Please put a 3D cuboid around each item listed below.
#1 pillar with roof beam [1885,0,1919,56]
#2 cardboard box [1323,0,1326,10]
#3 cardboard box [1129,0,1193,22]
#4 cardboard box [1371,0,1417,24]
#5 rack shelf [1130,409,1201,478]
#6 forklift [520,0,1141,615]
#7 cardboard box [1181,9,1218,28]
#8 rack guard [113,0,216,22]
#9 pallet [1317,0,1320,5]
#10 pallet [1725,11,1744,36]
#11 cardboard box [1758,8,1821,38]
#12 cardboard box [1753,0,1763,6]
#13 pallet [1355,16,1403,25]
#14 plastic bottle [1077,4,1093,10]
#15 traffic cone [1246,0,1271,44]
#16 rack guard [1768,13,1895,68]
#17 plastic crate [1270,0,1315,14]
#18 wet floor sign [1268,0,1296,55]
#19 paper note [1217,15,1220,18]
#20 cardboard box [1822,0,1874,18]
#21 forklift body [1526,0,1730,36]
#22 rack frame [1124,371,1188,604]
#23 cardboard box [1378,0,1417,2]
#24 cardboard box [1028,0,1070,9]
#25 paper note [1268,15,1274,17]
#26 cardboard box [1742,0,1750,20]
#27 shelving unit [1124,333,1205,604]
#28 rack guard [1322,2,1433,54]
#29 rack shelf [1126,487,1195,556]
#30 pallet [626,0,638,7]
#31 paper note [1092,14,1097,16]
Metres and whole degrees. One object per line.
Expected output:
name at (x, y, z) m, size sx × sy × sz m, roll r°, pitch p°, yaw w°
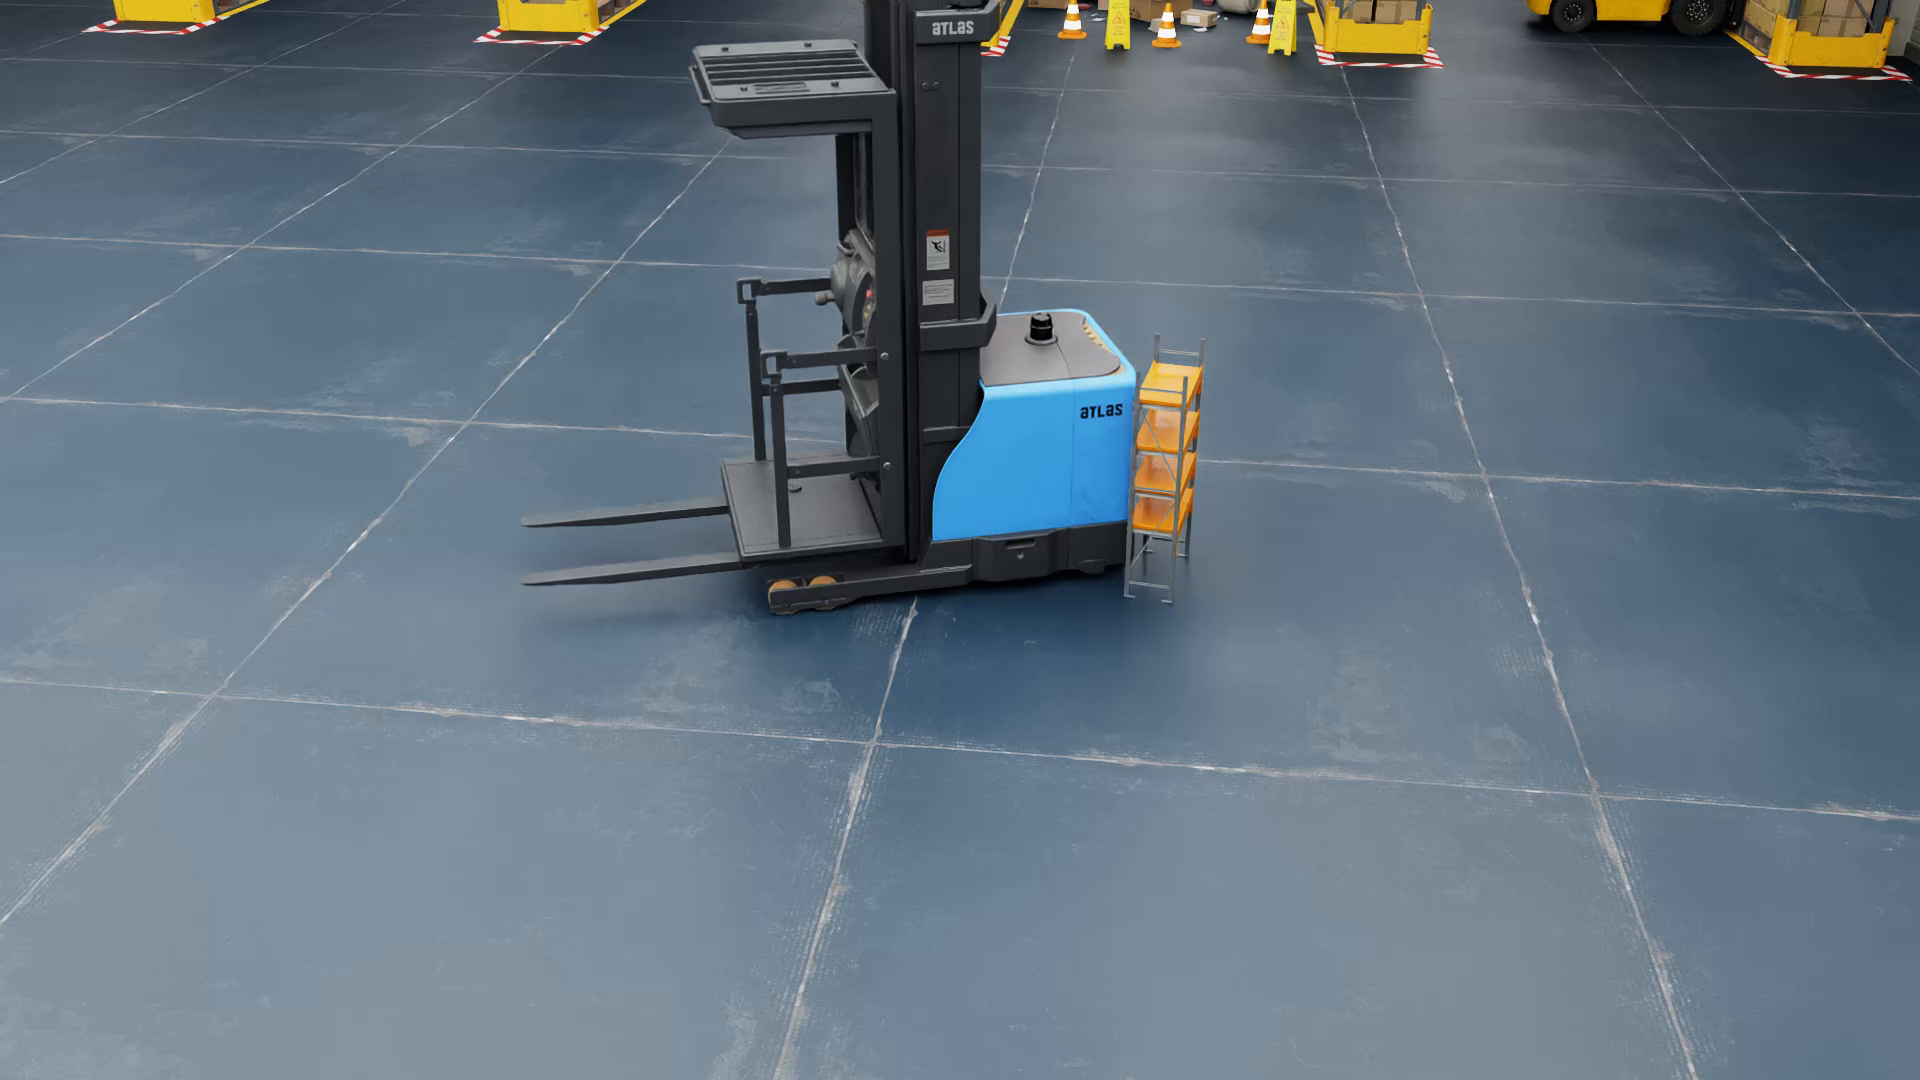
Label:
pillar with roof beam at (6.438, -9.859, 17.563) m, size 9.100 × 9.000 × 0.400 m, roll 3°, pitch 28°, yaw 6°
cardboard box at (4.707, -6.593, 20.282) m, size 0.500 × 0.250 × 0.500 m, roll 3°, pitch 29°, yaw 6°
cardboard box at (2.506, -6.854, 20.942) m, size 0.797 × 0.503 × 0.637 m, roll -17°, pitch 33°, yaw -29°
cardboard box at (5.177, -6.317, 19.770) m, size 0.500 × 0.250 × 0.500 m, roll 3°, pitch 28°, yaw 6°
rack shelf at (0.997, -0.483, 8.053) m, size 0.258 × 0.148 × 0.480 m, roll 8°, pitch 29°, yaw 14°
forklift at (-0.687, -1.200, 7.887) m, size 3.031 × 2.935 × 1.130 m, roll -6°, pitch 29°, yaw -11°
cardboard box at (2.959, -6.458, 20.581) m, size 0.380 × 0.149 × 0.250 m, roll 20°, pitch 34°, yaw 32°
rack guard at (-9.985, -6.781, 20.810) m, size 1.175 × 0.500 × 0.348 m, roll 3°, pitch 28°, yaw 6°
pallet at (5.246, -7.316, 22.108) m, size 1.003 × 0.211 × 1.213 m, roll 3°, pitch 28°, yaw 6°
pallet at (9.934, -6.400, 20.407) m, size 1.003 × 0.211 × 1.213 m, roll 3°, pitch 28°, yaw 6°
cardboard box at (9.474, -5.906, 19.007) m, size 0.500 × 0.250 × 0.500 m, roll 4°, pitch 29°, yaw 7°
cardboard box at (9.552, -6.370, 19.340) m, size 0.500 × 0.250 × 0.500 m, roll 3°, pitch 28°, yaw 6°
pallet at (4.947, -6.168, 19.976) m, size 1.003 × 0.211 × 1.213 m, roll 3°, pitch 28°, yaw 6°
plastic bottle at (1.560, -6.878, 21.453) m, size 0.283 × 0.061 × 0.133 m, roll -6°, pitch 29°, yaw -11°
traffic cone at (3.576, -6.140, 19.659) m, size 0.336 × 0.463 × 0.334 m, roll 3°, pitch 28°, yaw 6°
rack guard at (9.727, -5.581, 18.582) m, size 1.175 × 0.500 × 0.348 m, roll 3°, pitch 28°, yaw 6°
plastic crate at (4.287, -6.885, 21.446) m, size 0.402 × 0.080 × 0.583 m, roll -6°, pitch 29°, yaw -11°
wet floor sign at (3.718, -5.916, 19.050) m, size 0.267 × 0.644 × 0.232 m, roll 14°, pitch 31°, yaw 24°
paper note at (3.197, -6.619, 21.016) m, size 0.148 × 0.019 × 0.142 m, roll 14°, pitch 31°, yaw 24°
cardboard box at (9.994, -6.096, 18.832) m, size 0.500 × 0.250 × 0.500 m, roll 4°, pitch 29°, yaw 7°
forklift body at (8.152, -7.318, 20.065) m, size 2.313 × 2.155 × 1.214 m, roll 3°, pitch 28°, yaw 6°
rack frame at (0.928, -0.235, 7.921) m, size 0.240 × 1.200 × 0.015 m, roll 8°, pitch 29°, yaw 14°
cardboard box at (5.179, -6.659, 19.613) m, size 0.500 × 0.500 × 0.500 m, roll 2°, pitch 28°, yaw 4°
cardboard box at (1.197, -7.213, 21.608) m, size 0.500 × 0.500 × 0.500 m, roll 8°, pitch 29°, yaw 15°
paper note at (3.911, -6.637, 21.038) m, size 0.142 × 0.019 × 0.148 m, roll -6°, pitch 29°, yaw -11°
cardboard box at (9.615, -6.375, 19.877) m, size 0.500 × 0.250 × 0.500 m, roll 4°, pitch 29°, yaw 7°
shelving unit at (0.997, -0.346, 8.127) m, size 0.258 × 1.200 × 0.503 m, roll 8°, pitch 29°, yaw 14°
rack guard at (4.813, -5.915, 19.201) m, size 1.175 × 0.500 × 0.348 m, roll 3°, pitch 28°, yaw 6°
rack shelf at (0.997, -0.112, 8.253) m, size 0.258 × 0.148 × 0.480 m, roll 8°, pitch 29°, yaw 14°
pallet at (-4.736, -7.316, 22.108) m, size 1.003 × 0.211 × 1.213 m, roll 3°, pitch 28°, yaw 6°
paper note at (1.712, -6.676, 21.131) m, size 0.032 × 0.001 × 0.123 m, roll 20°, pitch 34°, yaw 32°
